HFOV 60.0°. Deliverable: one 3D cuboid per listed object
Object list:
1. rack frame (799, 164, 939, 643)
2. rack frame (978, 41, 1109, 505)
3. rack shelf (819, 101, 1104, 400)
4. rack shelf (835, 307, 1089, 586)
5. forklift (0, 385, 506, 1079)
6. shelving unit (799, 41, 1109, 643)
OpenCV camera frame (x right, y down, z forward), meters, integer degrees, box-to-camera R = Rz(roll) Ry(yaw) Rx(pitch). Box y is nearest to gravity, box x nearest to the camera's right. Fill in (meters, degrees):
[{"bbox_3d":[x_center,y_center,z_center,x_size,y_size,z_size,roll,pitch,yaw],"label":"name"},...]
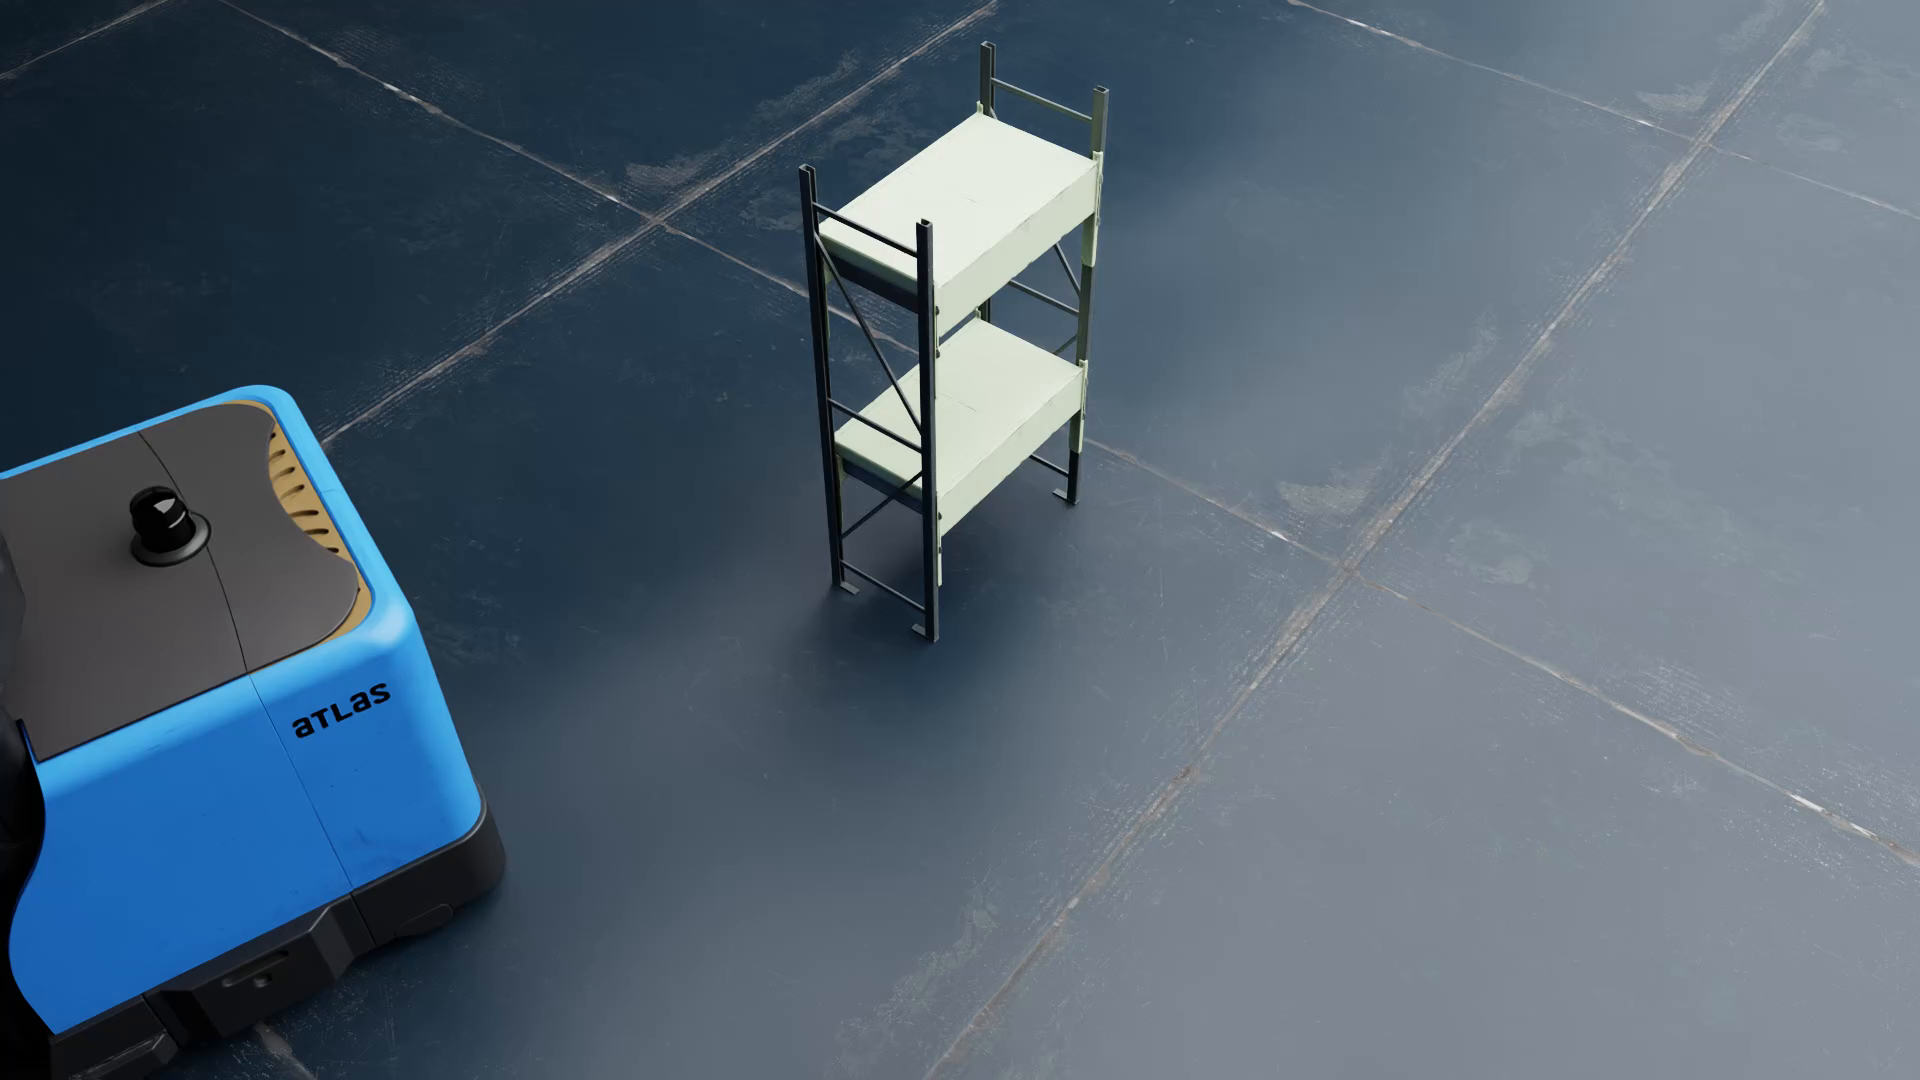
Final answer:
[{"bbox_3d":[-0.228,-0.305,4.504,0.400,1.500,0.023,29,53,25],"label":"rack frame"},{"bbox_3d":[0.220,-0.724,4.904,0.400,1.500,0.023,29,53,25],"label":"rack frame"},{"bbox_3d":[-0.004,-0.784,4.422,0.431,0.370,0.720,29,53,25],"label":"rack shelf"},{"bbox_3d":[-0.004,-0.289,4.940,0.431,0.370,0.720,29,53,25],"label":"rack shelf"},{"bbox_3d":[-2.701,0.190,3.041,3.031,2.935,1.130,-25,51,-22],"label":"forklift"},{"bbox_3d":[-0.004,-0.514,4.704,0.431,1.500,0.755,29,53,25],"label":"shelving unit"}]
